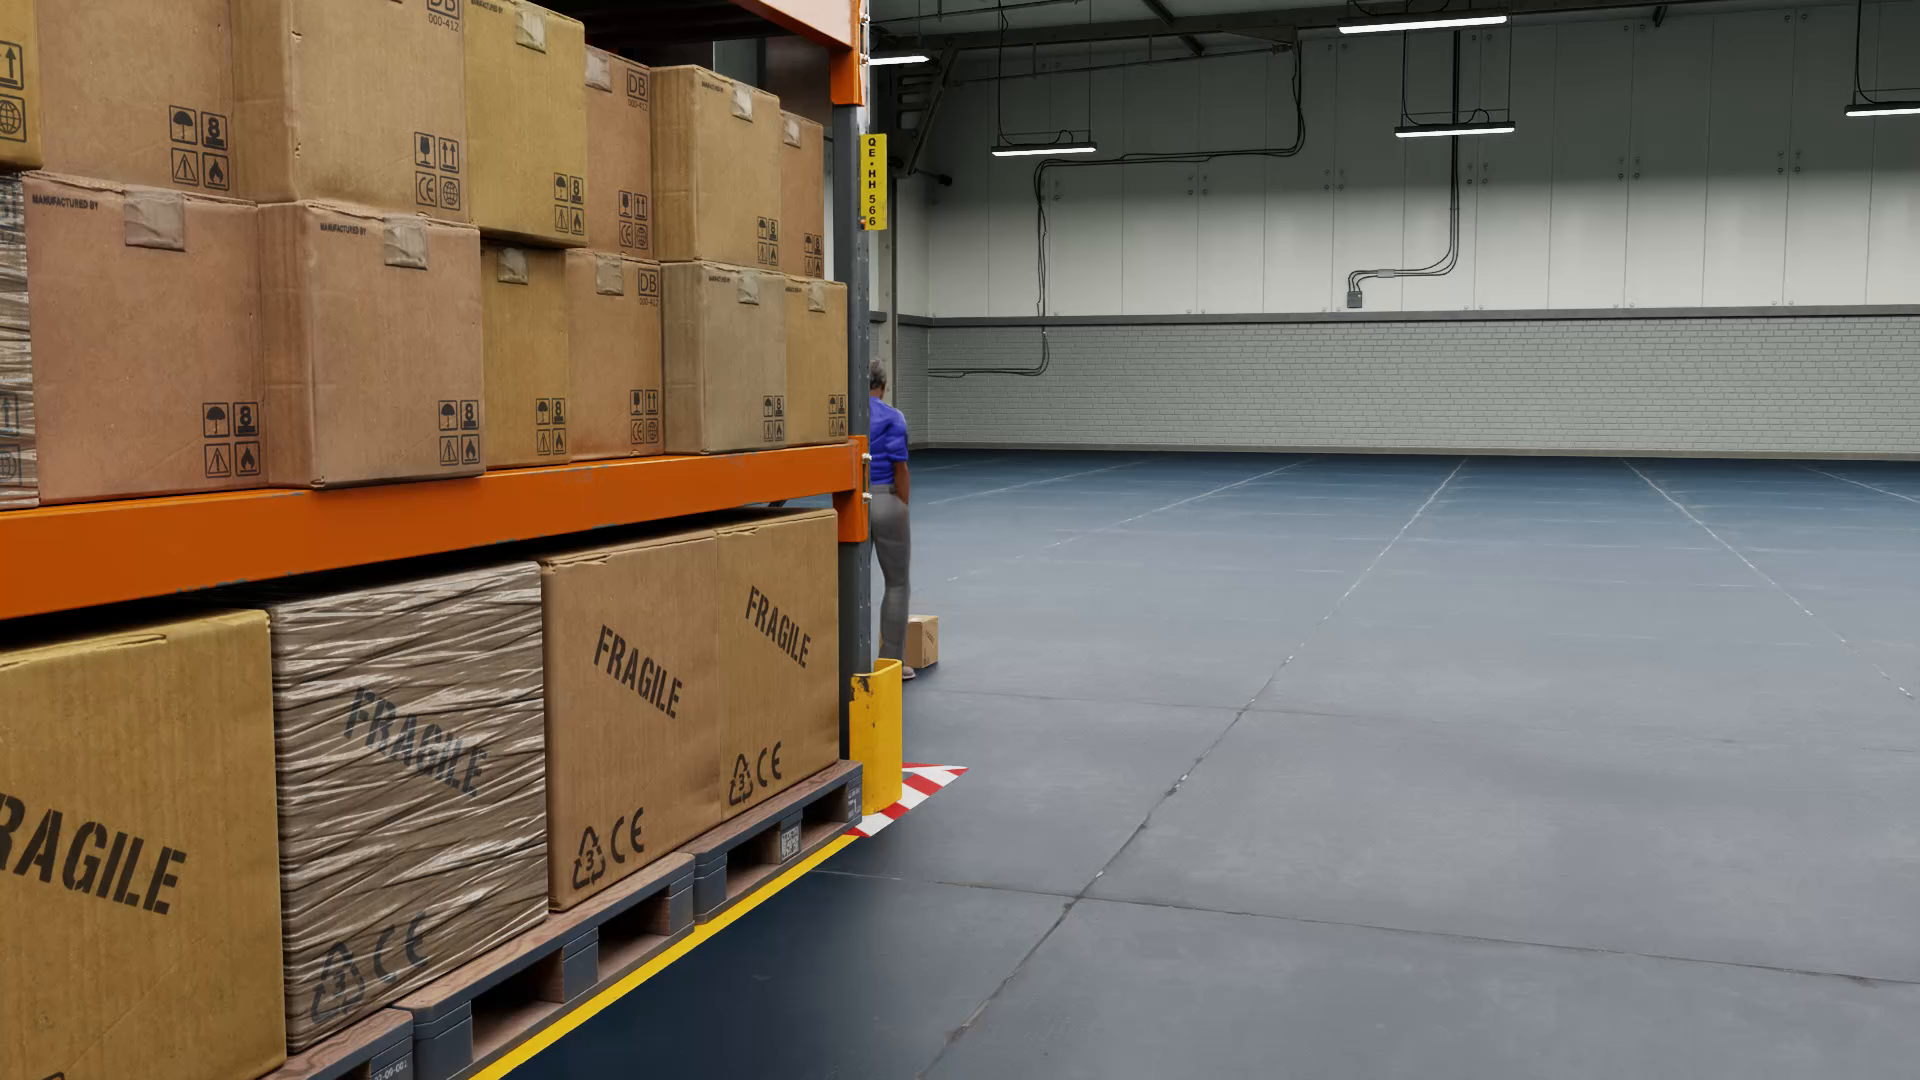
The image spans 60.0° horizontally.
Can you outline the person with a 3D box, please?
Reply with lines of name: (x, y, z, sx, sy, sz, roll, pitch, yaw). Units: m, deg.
person: (-0.457, -0.101, 8.470, 0.441, 1.646, 0.309, 2, 6, 20)
